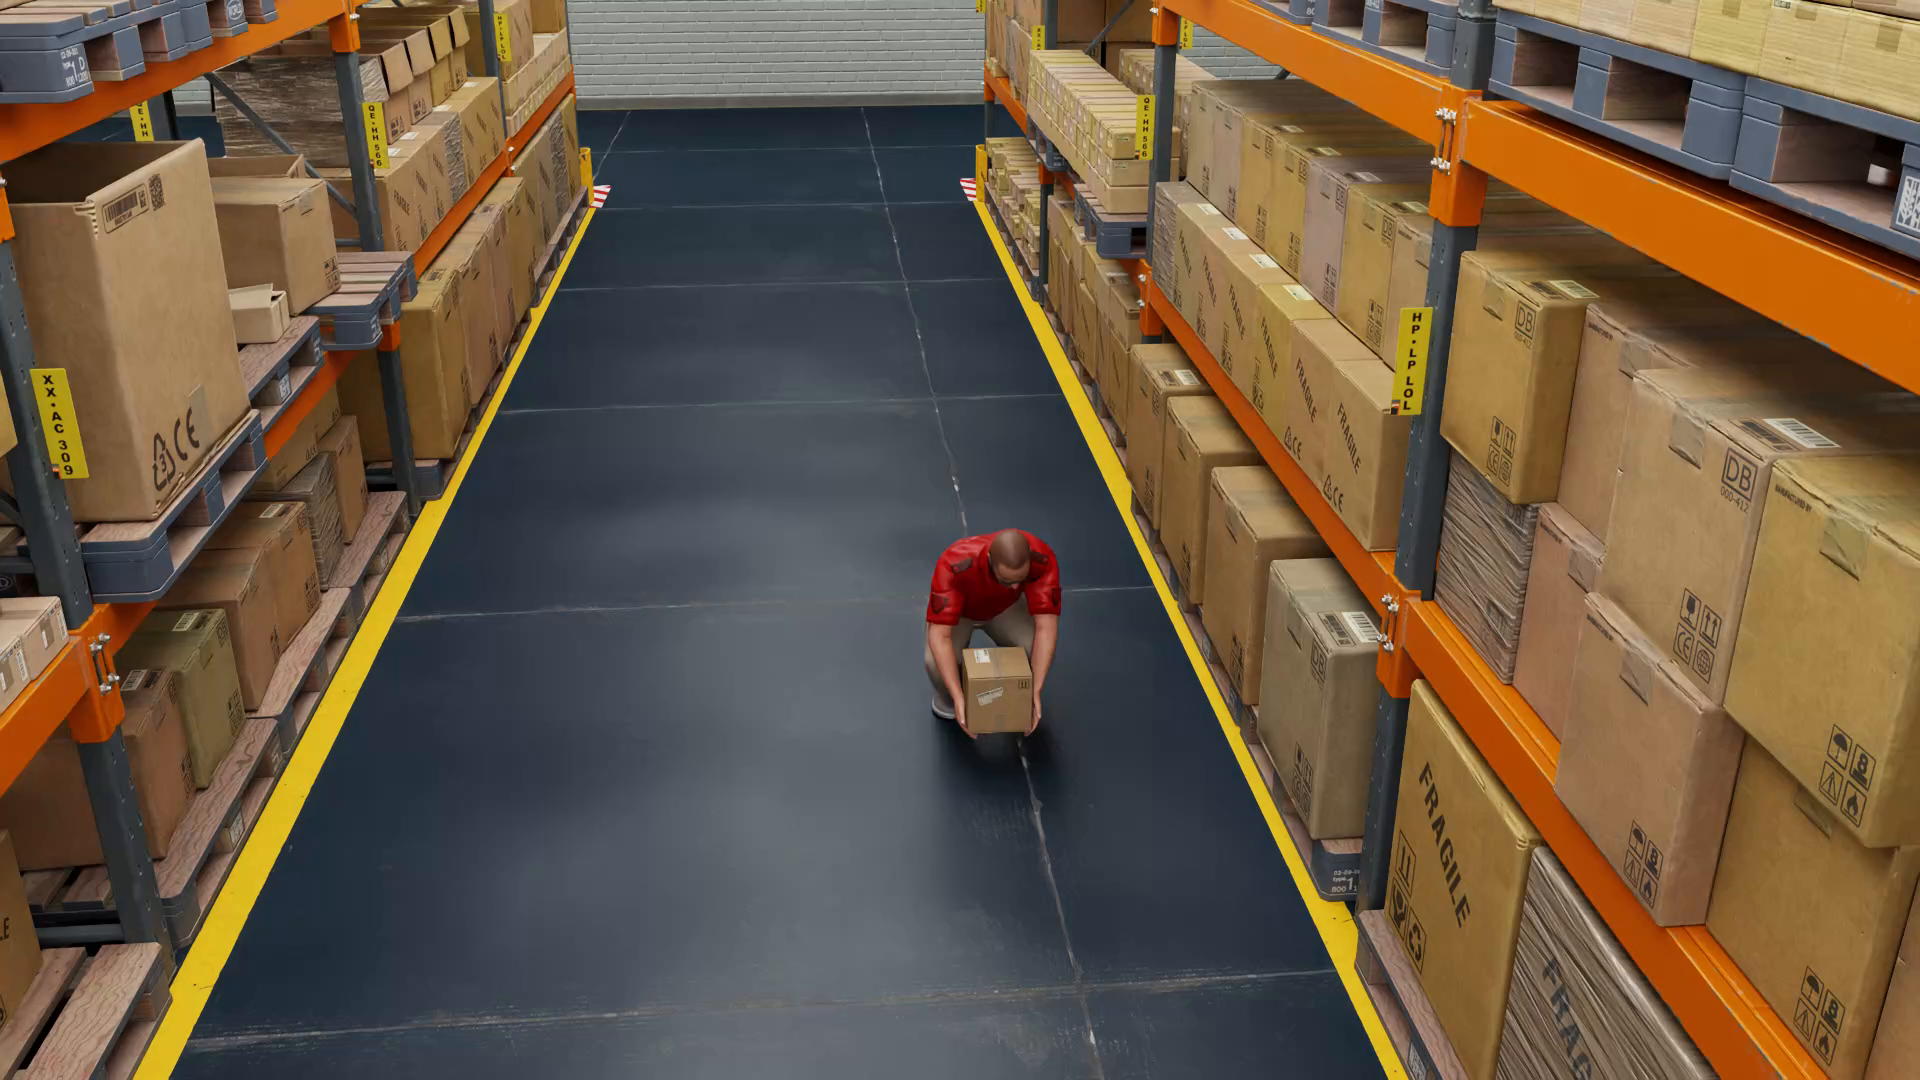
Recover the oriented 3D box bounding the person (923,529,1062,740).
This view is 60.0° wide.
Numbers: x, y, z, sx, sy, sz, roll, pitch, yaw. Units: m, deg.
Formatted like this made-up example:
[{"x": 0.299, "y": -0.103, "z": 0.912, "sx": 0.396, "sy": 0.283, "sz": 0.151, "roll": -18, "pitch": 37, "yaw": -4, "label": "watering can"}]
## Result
[{"x": 0.122, "y": 0.316, "z": 6.859, "sx": 0.562, "sy": 0.971, "sz": 0.878, "roll": -2, "pitch": 24, "yaw": -5, "label": "person"}]
